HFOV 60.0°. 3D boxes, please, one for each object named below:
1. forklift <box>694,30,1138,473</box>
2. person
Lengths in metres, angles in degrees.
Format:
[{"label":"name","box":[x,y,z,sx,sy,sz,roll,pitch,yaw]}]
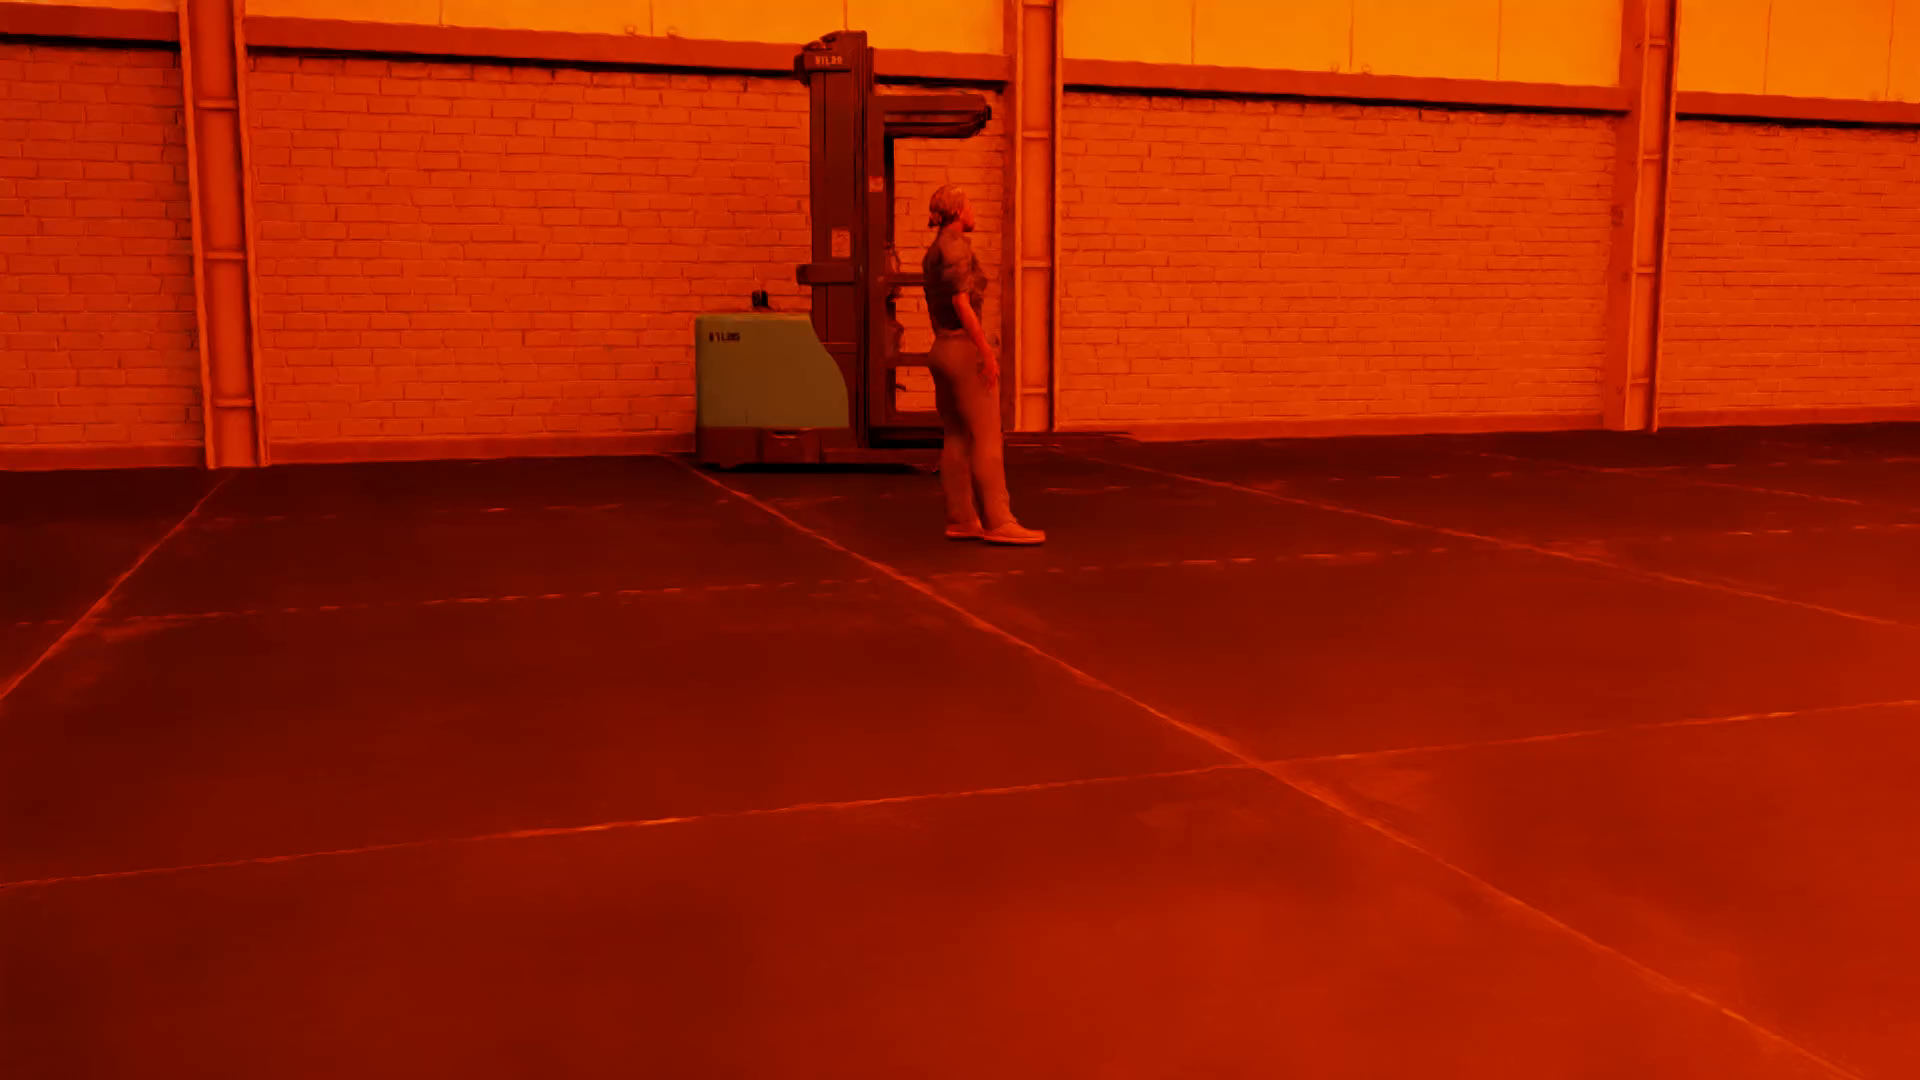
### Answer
[{"label":"forklift","box":[-0.286,-1.975,11.567,3.031,2.935,1.130,0,8,1]},{"label":"person","box":[0.089,-0.828,7.821,0.503,1.654,0.570,-3,8,-18]}]
